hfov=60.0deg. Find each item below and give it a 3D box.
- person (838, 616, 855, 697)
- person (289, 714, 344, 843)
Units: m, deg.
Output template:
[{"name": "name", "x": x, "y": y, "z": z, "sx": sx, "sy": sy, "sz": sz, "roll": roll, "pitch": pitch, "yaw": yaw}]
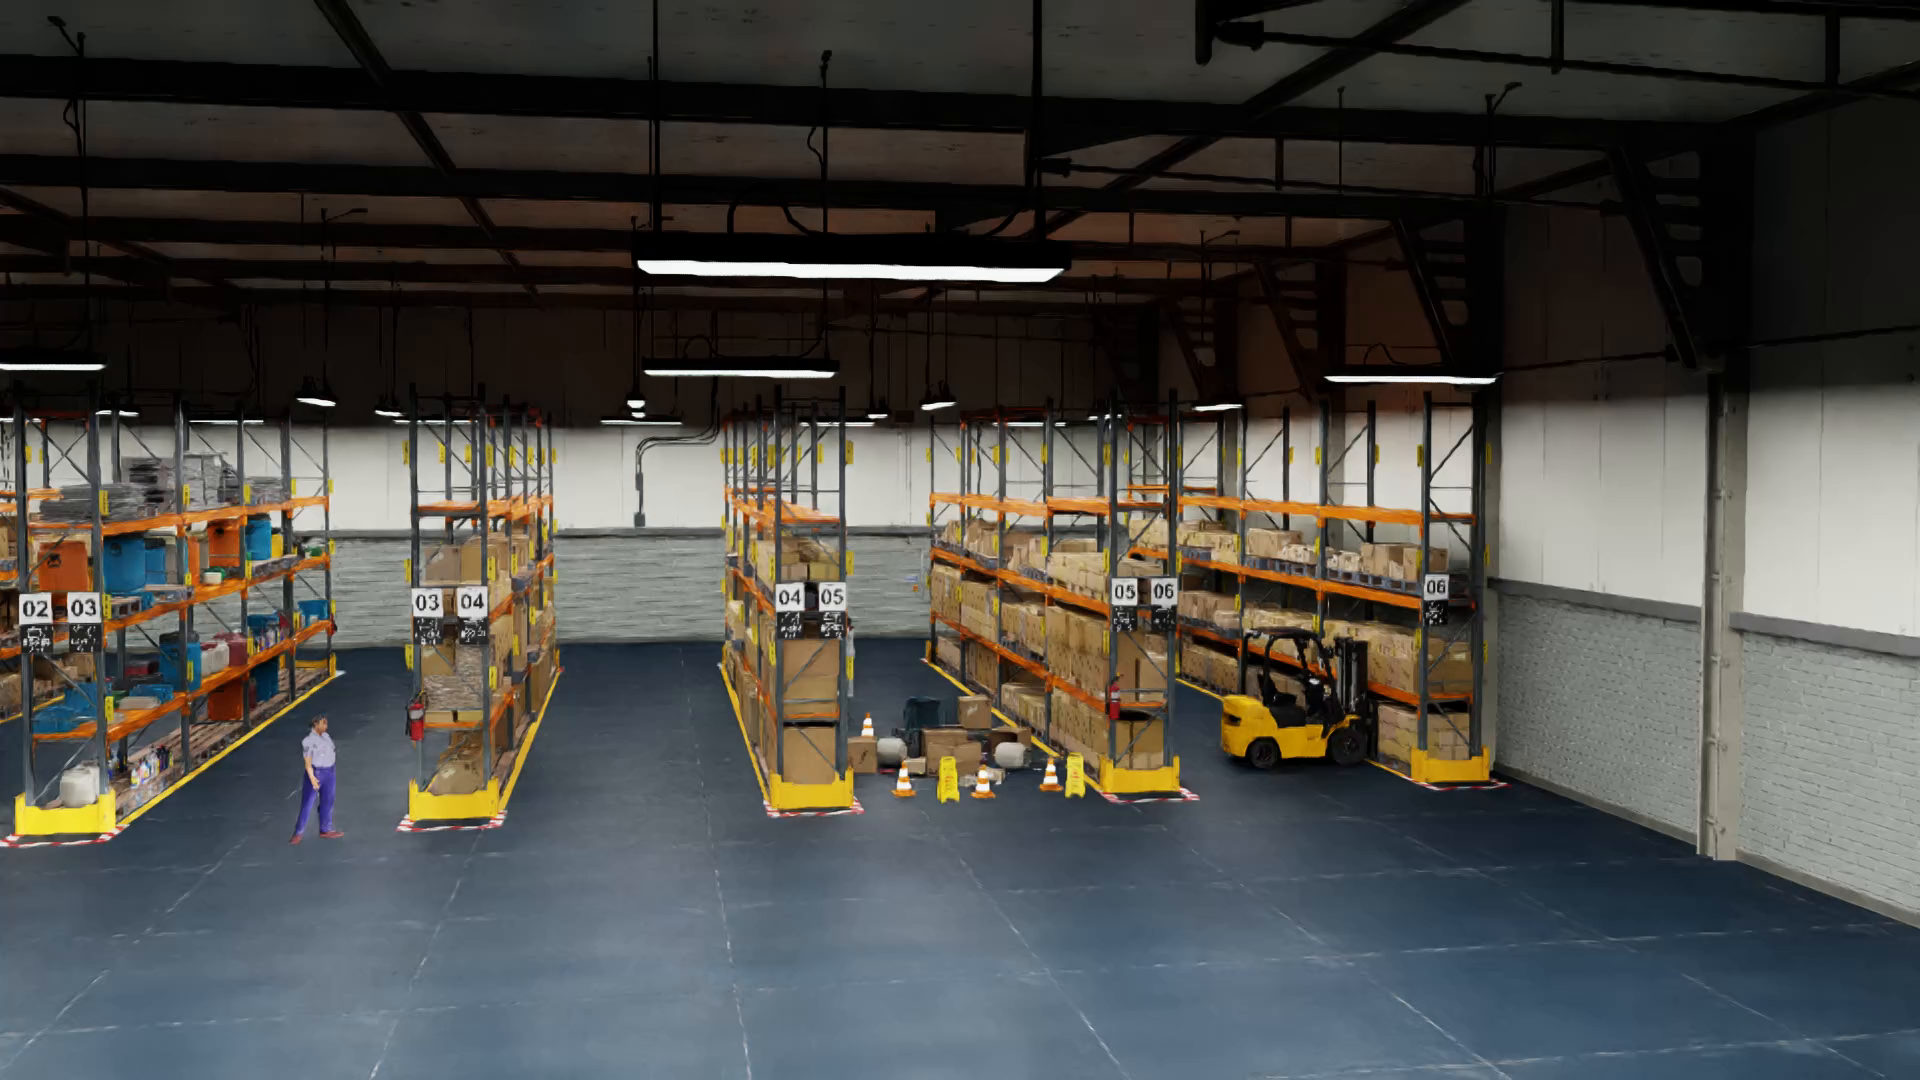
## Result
[{"name": "person", "x": -2.383, "y": 2.408, "z": 34.440, "sx": 0.477, "sy": 1.675, "sz": 0.487, "roll": 1, "pitch": 3, "yaw": 20}, {"name": "person", "x": -8.405, "y": 3.086, "z": 21.631, "sx": 0.448, "sy": 1.648, "sz": 0.687, "roll": 1, "pitch": 3, "yaw": 20}]
